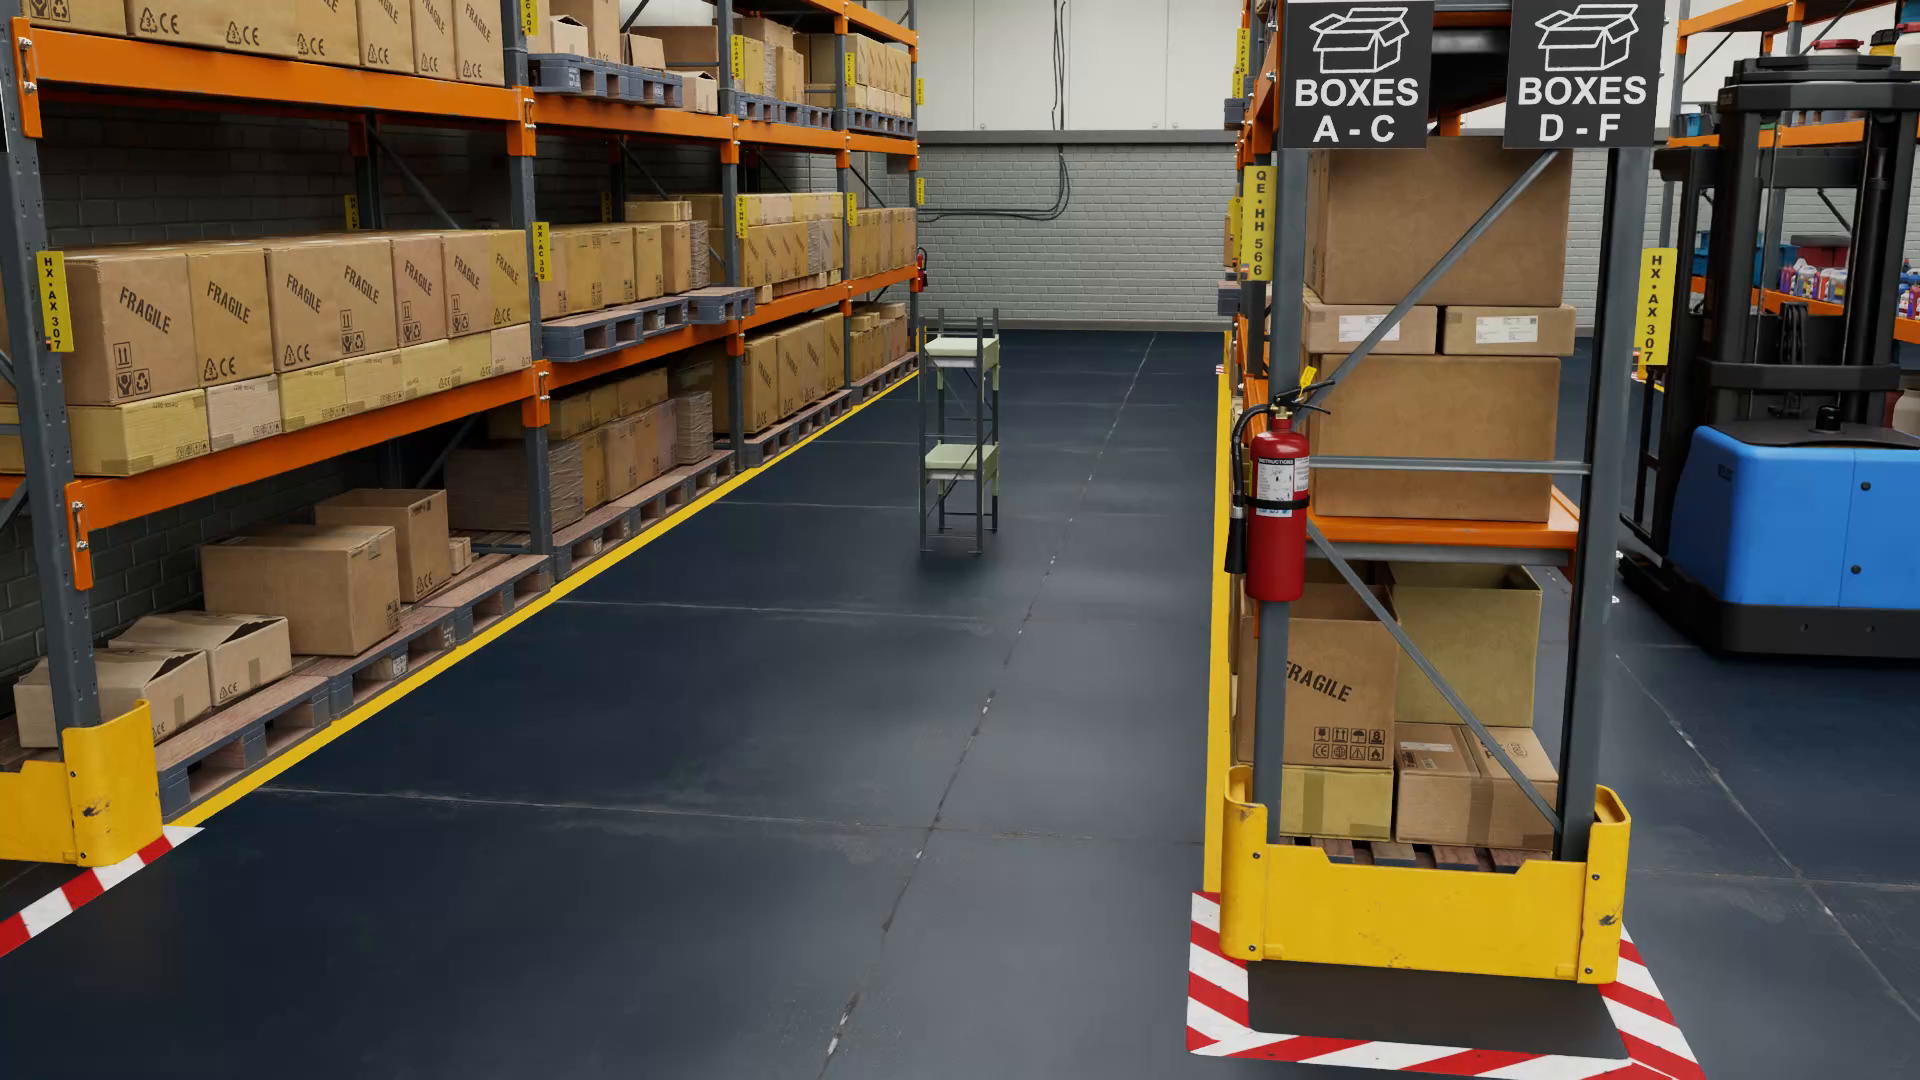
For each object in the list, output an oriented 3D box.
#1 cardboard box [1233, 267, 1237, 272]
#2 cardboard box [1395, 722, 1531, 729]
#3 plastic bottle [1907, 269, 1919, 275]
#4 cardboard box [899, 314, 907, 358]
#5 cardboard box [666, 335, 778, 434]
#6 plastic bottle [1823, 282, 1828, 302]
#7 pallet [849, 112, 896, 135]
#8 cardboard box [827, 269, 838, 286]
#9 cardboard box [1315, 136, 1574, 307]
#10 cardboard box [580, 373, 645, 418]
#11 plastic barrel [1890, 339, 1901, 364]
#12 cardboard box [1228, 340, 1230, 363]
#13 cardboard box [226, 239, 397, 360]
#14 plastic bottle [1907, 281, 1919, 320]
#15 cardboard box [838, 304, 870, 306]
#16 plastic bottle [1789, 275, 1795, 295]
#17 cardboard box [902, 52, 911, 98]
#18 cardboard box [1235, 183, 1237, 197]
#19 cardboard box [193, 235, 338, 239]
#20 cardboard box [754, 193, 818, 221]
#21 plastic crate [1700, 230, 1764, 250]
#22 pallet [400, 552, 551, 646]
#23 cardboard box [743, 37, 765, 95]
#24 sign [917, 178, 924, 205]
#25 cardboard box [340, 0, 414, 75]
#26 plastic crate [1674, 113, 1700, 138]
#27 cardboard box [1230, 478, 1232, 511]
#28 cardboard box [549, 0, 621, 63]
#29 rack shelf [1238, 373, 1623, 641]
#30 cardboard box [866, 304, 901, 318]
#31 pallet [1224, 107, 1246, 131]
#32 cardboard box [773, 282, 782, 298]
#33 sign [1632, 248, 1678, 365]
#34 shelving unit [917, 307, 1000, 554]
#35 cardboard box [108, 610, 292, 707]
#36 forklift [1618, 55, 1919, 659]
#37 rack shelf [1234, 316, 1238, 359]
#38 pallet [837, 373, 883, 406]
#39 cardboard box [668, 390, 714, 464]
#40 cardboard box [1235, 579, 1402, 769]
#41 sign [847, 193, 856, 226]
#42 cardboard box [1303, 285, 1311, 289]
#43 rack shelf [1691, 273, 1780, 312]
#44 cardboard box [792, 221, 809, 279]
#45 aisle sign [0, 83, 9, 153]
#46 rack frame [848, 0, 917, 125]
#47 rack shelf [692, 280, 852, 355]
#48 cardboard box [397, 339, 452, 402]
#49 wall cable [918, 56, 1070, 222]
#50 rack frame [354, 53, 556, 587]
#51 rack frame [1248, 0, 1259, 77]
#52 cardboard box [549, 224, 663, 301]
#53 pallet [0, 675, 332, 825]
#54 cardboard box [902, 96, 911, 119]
[{"bbox_3d":[2.909,-2.728,15.299,0.700,0.500,0.500,4,13,18],"label":"cardboard box"},{"bbox_3d":[1.776,0.717,6.074,0.500,0.250,0.500,2,12,9],"label":"cardboard box"},{"bbox_3d":[8.265,-2.215,14.447,0.152,0.276,0.135,2,12,9],"label":"plastic bottle"},{"bbox_3d":[-1.043,-2.538,20.584,0.700,0.500,0.500,2,12,9],"label":"cardboard box"},{"bbox_3d":[-2.021,-1.341,14.202,0.750,0.750,0.750,2,12,8],"label":"cardboard box"},{"bbox_3d":[7.505,-2.152,14.332,0.097,0.201,0.097,0,12,0],"label":"plastic bottle"},{"bbox_3d":[-1.323,-4.717,18.850,1.003,0.211,1.213,2,12,9],"label":"pallet"},{"bbox_3d":[-1.437,-2.625,16.601,0.380,0.149,0.250,2,12,10],"label":"cardboard box"},{"bbox_3d":[1.493,-1.004,5.213,0.700,0.500,0.500,2,12,9],"label":"cardboard box"},{"bbox_3d":[-2.547,-1.022,11.725,0.500,0.250,0.500,2,12,8],"label":"cardboard box"},{"bbox_3d":[7.931,-1.469,14.673,0.600,0.901,0.708,2,12,9],"label":"plastic barrel"},{"bbox_3d":[3.421,-2.206,19.593,0.500,0.250,0.500,2,12,9],"label":"cardboard box"},{"bbox_3d":[-2.885,-1.083,7.427,0.500,0.500,0.500,2,12,10],"label":"cardboard box"},{"bbox_3d":[7.201,-1.806,12.530,0.061,0.283,0.133,2,12,9],"label":"plastic bottle"},{"bbox_3d":[-1.298,-2.782,20.177,0.380,0.149,0.250,2,12,9],"label":"cardboard box"},{"bbox_3d":[7.642,-2.337,15.191,0.097,0.201,0.097,0,12,0],"label":"plastic bottle"},{"bbox_3d":[-0.877,-5.556,19.875,0.500,0.500,0.500,2,12,8],"label":"cardboard box"},{"bbox_3d":[3.533,-3.997,19.811,0.500,0.500,0.500,2,12,10],"label":"cardboard box"},{"bbox_3d":[-3.323,-1.206,7.998,0.500,0.500,0.500,2,12,10],"label":"cardboard box"},{"bbox_3d":[-1.635,-3.123,15.595,0.500,0.250,0.500,2,12,10],"label":"cardboard box"},{"bbox_3d":[8.888,-3.353,19.205,0.616,0.435,0.499,2,12,9],"label":"plastic crate"},{"bbox_3d":[-2.948,0.299,9.105,1.003,0.211,1.213,2,12,9],"label":"pallet"},{"bbox_3d":[-2.119,-4.098,14.485,0.700,0.500,0.500,3,12,12],"label":"cardboard box"},{"bbox_3d":[-0.500,-4.364,20.815,0.100,0.325,0.005,2,12,9],"label":"sign"},{"bbox_3d":[-2.851,-2.396,7.584,0.500,0.500,0.500,1,12,6],"label":"cardboard box"},{"bbox_3d":[8.421,-4.713,18.935,0.497,0.269,0.590,2,12,9],"label":"plastic crate"},{"bbox_3d":[2.031,-0.320,10.888,0.500,0.250,0.500,2,12,10],"label":"cardboard box"},{"bbox_3d":[-2.527,-3.294,10.802,0.500,0.500,0.500,1,12,7],"label":"cardboard box"},{"bbox_3d":[1.708,-0.277,6.868,1.077,0.370,4.000,2,12,9],"label":"rack shelf"},{"bbox_3d":[-0.921,-2.769,20.118,0.380,0.149,0.250,2,12,10],"label":"cardboard box"},{"bbox_3d":[3.077,-3.952,15.536,1.213,0.211,1.003,2,12,9],"label":"pallet"},{"bbox_3d":[-1.814,-2.255,14.884,0.380,0.149,0.250,2,12,10],"label":"cardboard box"},{"bbox_3d":[1.948,-0.655,4.672,0.100,0.325,0.005,2,12,9],"label":"sign"},{"bbox_3d":[-0.001,-0.732,10.829,0.431,1.500,0.755,2,12,9],"label":"shelving unit"},{"bbox_3d":[-3.211,0.467,7.044,0.500,0.311,0.500,3,13,13],"label":"cardboard box"},{"bbox_3d":[4.441,-1.118,9.224,1.130,2.935,3.031,2,12,8],"label":"forklift"},{"bbox_3d":[2.939,-1.943,14.596,1.077,0.370,4.000,2,12,9],"label":"rack shelf"},{"bbox_3d":[-1.455,-1.663,18.209,1.003,0.211,1.213,2,12,9],"label":"pallet"},{"bbox_3d":[-2.323,-0.879,12.843,0.700,0.500,0.500,2,12,9],"label":"cardboard box"},{"bbox_3d":[1.189,0.438,5.590,0.500,0.500,0.500,2,12,9],"label":"cardboard box"},{"bbox_3d":[-1.111,-3.382,17.007,0.100,0.325,0.005,2,12,9],"label":"sign"},{"bbox_3d":[1.390,-0.825,5.922,0.380,0.149,0.250,2,12,9],"label":"cardboard box"},{"bbox_3d":[8.448,-2.614,17.711,1.077,0.370,4.000,2,12,9],"label":"rack shelf"},{"bbox_3d":[-1.697,-2.655,15.204,0.500,0.500,0.500,2,12,10],"label":"cardboard box"},{"bbox_3d":[-3.209,-1.619,5.213,0.394,0.787,0.004,2,12,9],"label":"aisle sign"},{"bbox_3d":[-1.034,-6.636,20.424,1.000,3.000,0.127,2,12,9],"label":"rack frame"},{"bbox_3d":[-1.957,-2.102,15.337,1.077,0.370,4.000,2,12,9],"label":"rack shelf"},{"bbox_3d":[-2.800,-0.825,8.008,0.500,0.250,0.500,2,12,8],"label":"cardboard box"},{"bbox_3d":[0.189,-6.284,26.161,3.097,2.526,0.112,2,12,9],"label":"wall cable"},{"bbox_3d":[-2.879,-1.205,9.465,1.000,3.000,0.127,2,12,9],"label":"rack frame"},{"bbox_3d":[2.631,-4.811,11.956,1.000,3.000,0.127,2,12,9],"label":"rack frame"},{"bbox_3d":[-2.496,-1.944,11.610,0.700,0.500,0.500,2,12,9],"label":"cardboard box"},{"bbox_3d":[-3.323,0.807,6.748,1.003,0.211,1.213,2,12,9],"label":"pallet"},{"bbox_3d":[-0.884,-5.189,19.954,0.500,0.250,0.500,2,12,10],"label":"cardboard box"}]
